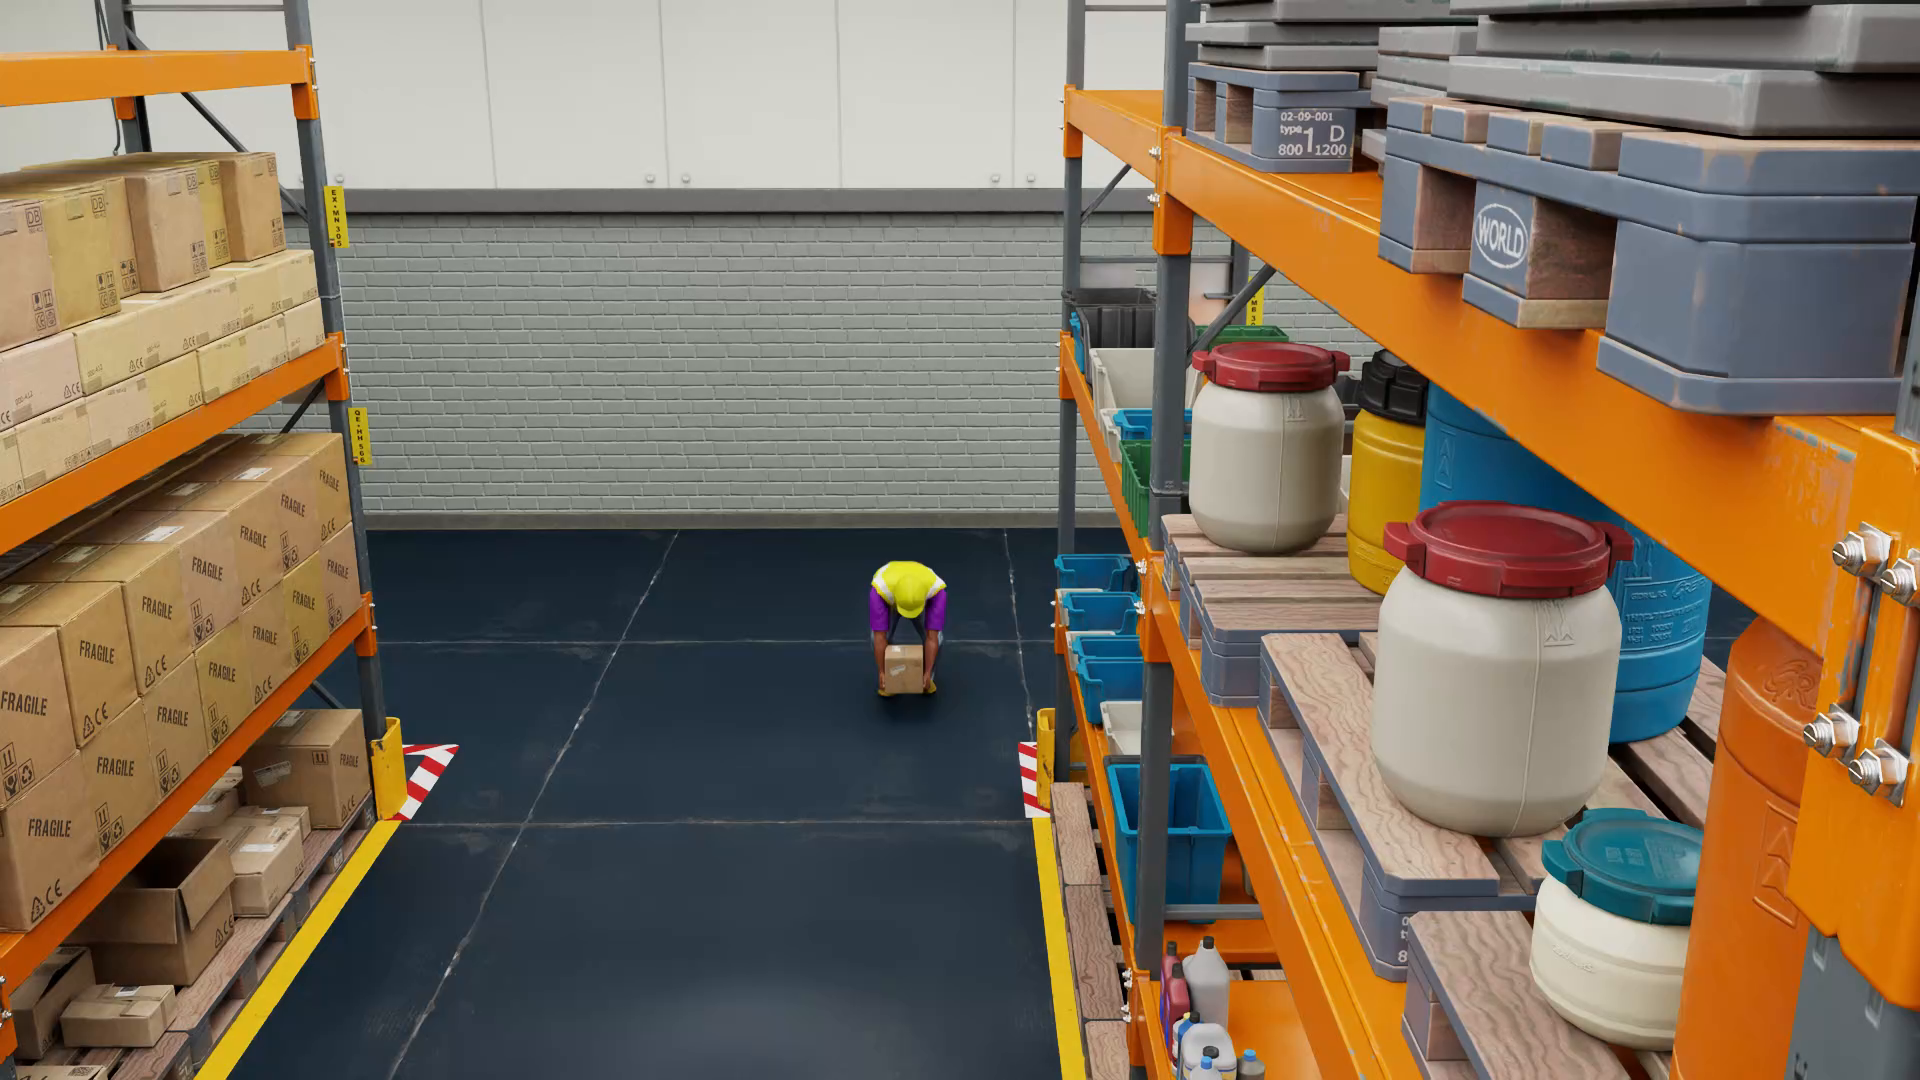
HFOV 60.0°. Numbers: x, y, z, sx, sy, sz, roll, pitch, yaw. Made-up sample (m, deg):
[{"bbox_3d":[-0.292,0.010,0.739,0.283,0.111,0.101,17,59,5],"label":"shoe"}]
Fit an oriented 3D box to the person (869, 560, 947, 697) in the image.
[{"bbox_3d":[-0.354,0.603,11.322,0.520,1.014,0.956,-1,17,-3],"label":"person"}]
